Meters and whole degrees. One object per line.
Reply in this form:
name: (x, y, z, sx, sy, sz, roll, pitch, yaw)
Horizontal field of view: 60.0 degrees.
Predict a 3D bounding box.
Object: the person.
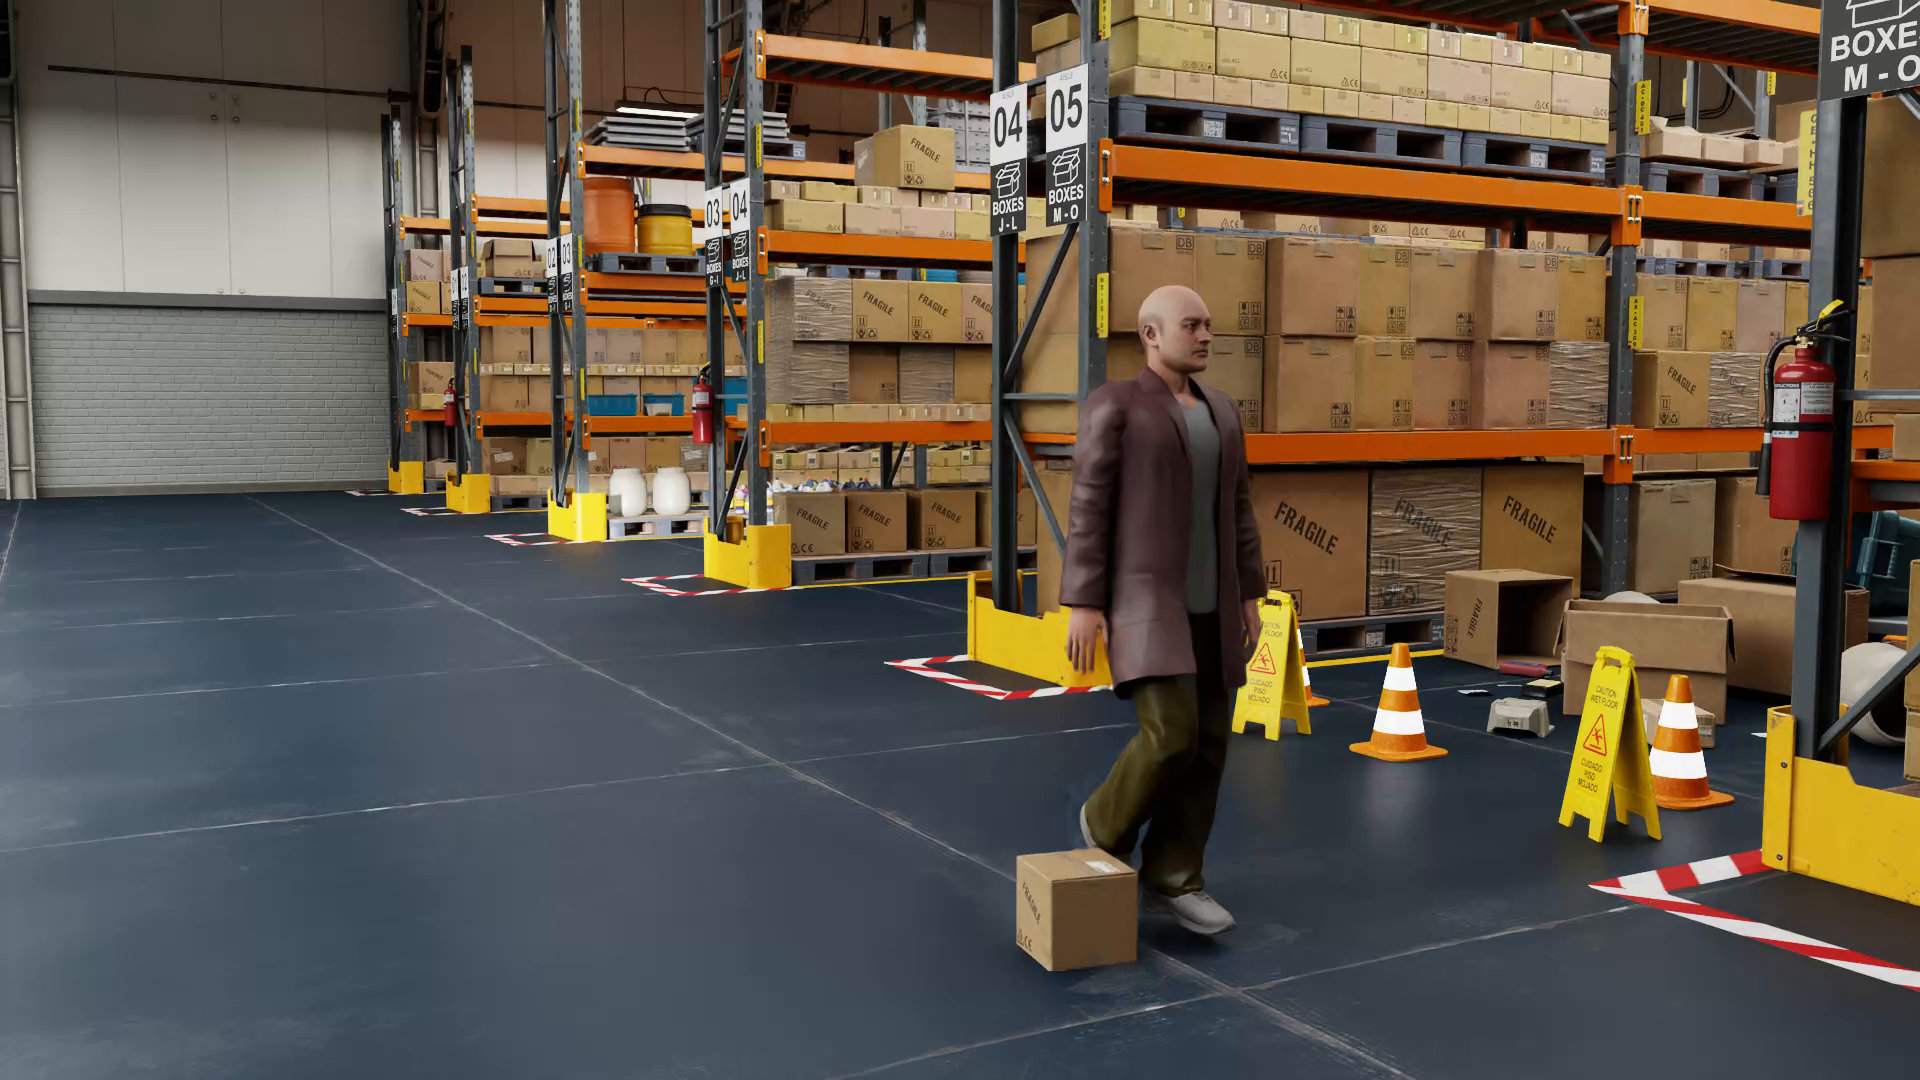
person: (0.576, 0.291, 4.615, 0.653, 1.574, 0.534, -3, 6, -35)
